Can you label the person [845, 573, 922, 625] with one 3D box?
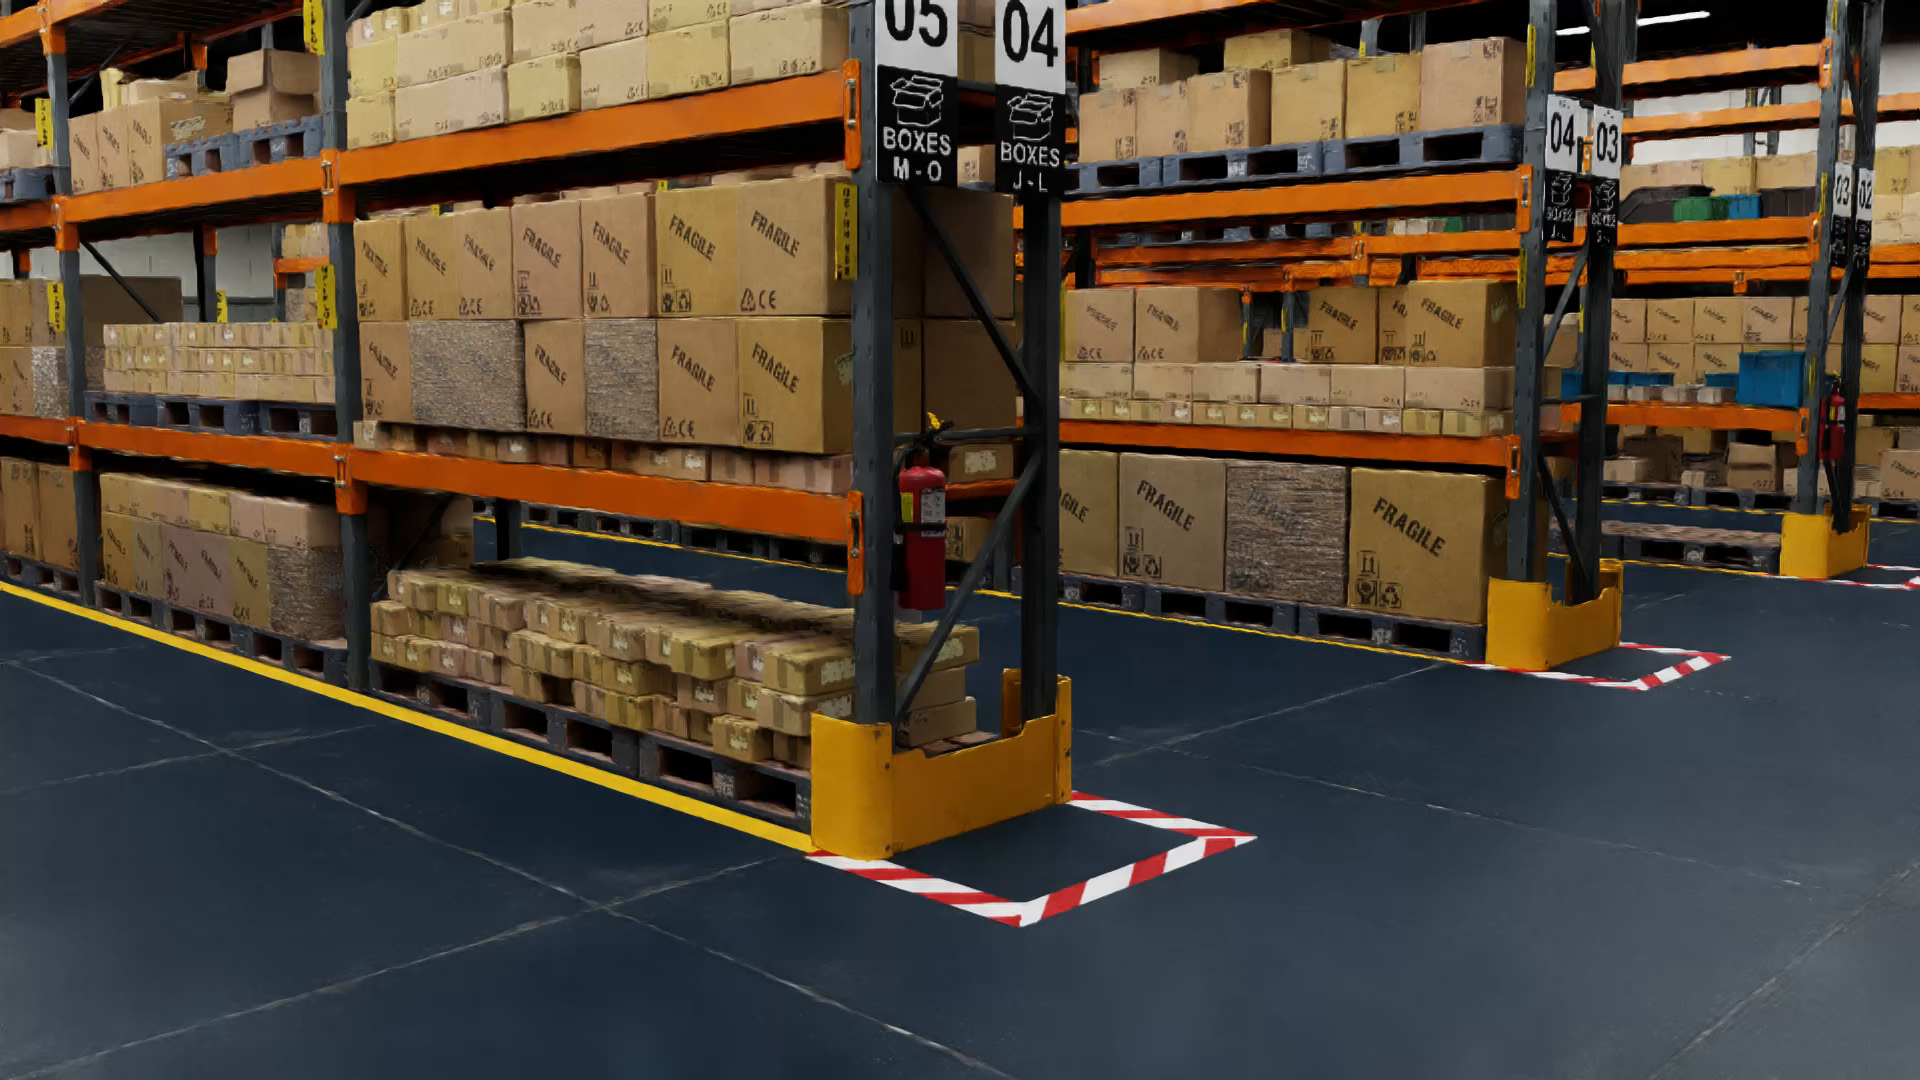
[{"bbox_3d":[-0.359,-0.068,8.718,0.536,1.791,0.568,5,8,34],"label":"person"}]
